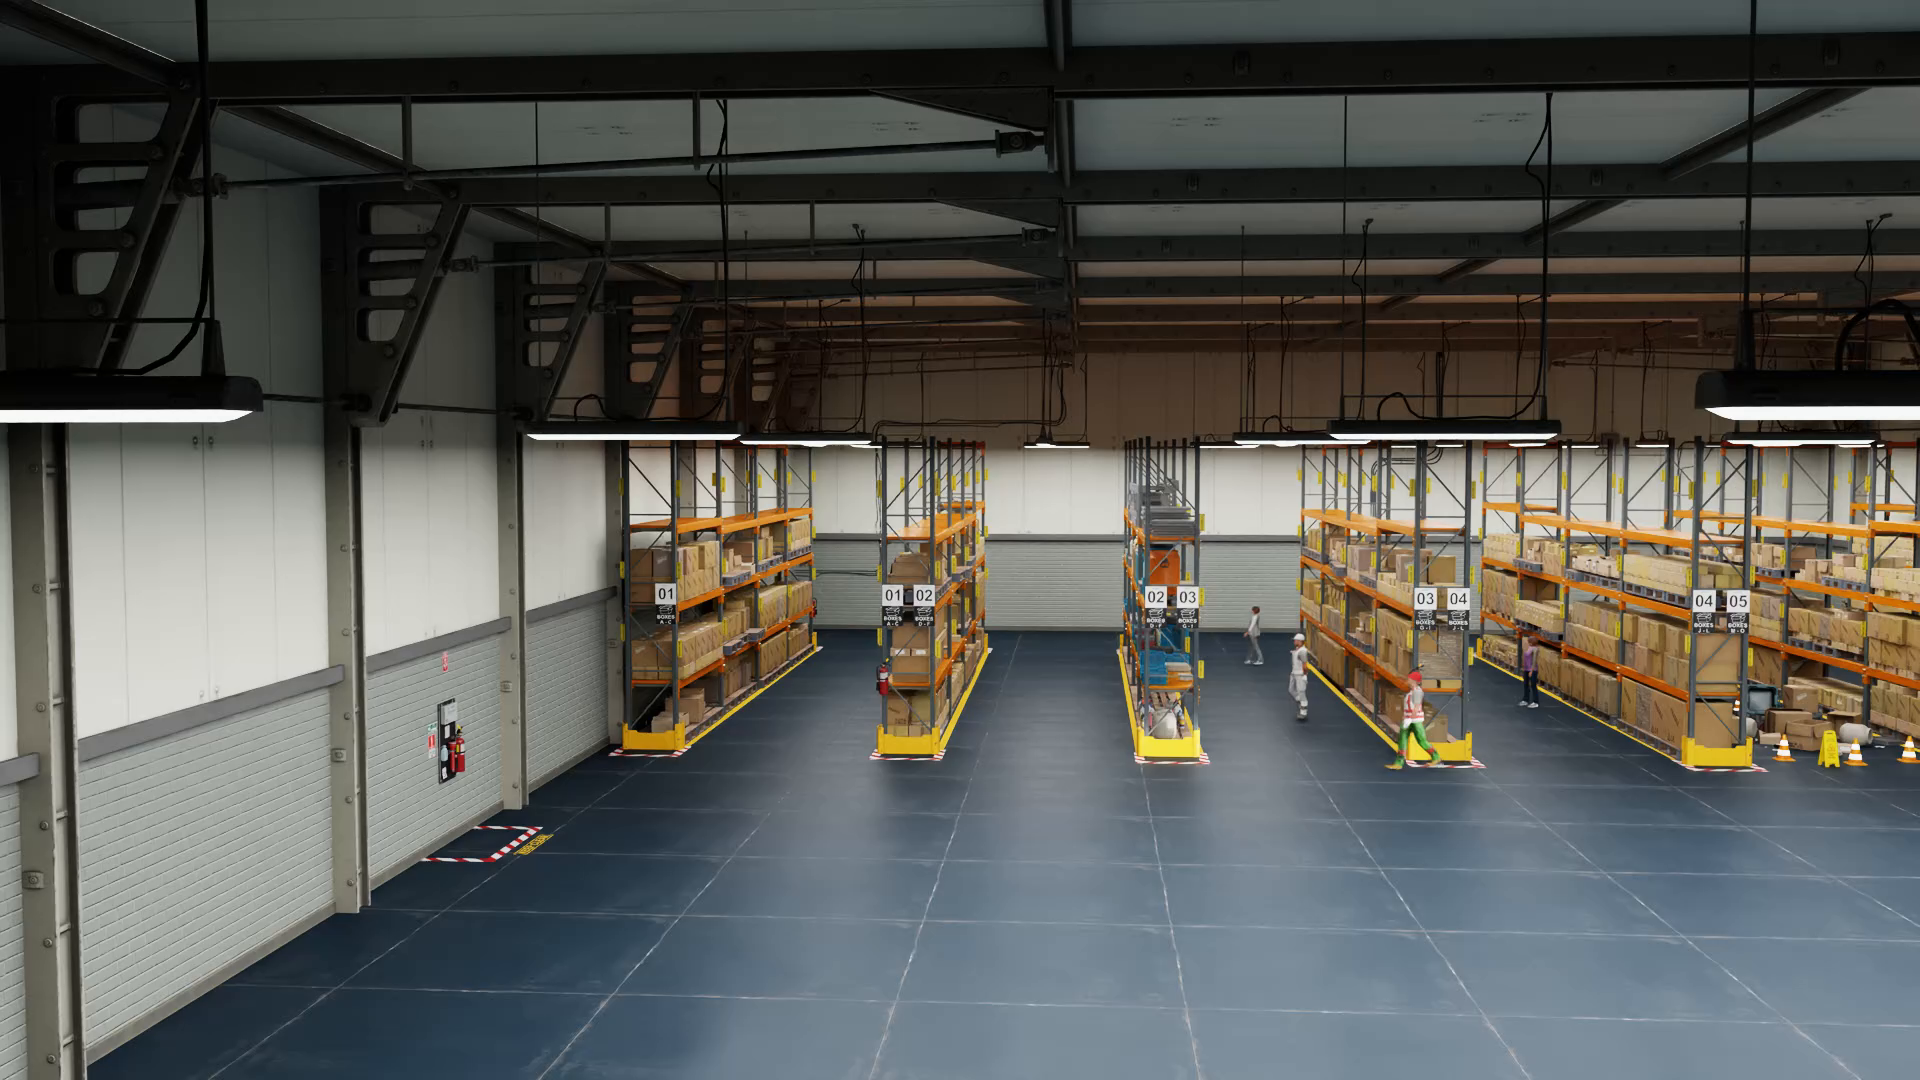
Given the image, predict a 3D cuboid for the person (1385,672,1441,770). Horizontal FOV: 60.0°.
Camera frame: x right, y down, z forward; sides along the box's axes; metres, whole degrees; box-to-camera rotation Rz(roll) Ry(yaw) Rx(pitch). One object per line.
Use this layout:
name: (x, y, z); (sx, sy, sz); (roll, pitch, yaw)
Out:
person: (8.141, 3.249, 29.841); (1.017, 1.762, 0.497); (-1, 3, -18)

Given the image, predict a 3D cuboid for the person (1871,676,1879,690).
person: (21.267, 2.884, 38.610); (0.627, 1.686, 0.709); (0, 3, 2)

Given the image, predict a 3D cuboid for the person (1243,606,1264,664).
person: (7.819, 2.551, 44.522); (0.726, 1.596, 0.490); (2, 4, 38)

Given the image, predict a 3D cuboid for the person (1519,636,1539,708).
person: (12.730, 2.931, 37.155); (0.371, 1.594, 0.458); (-1, 3, -13)

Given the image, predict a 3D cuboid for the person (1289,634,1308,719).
person: (7.305, 2.903, 35.650); (0.402, 1.793, 0.602); (0, 3, -2)
